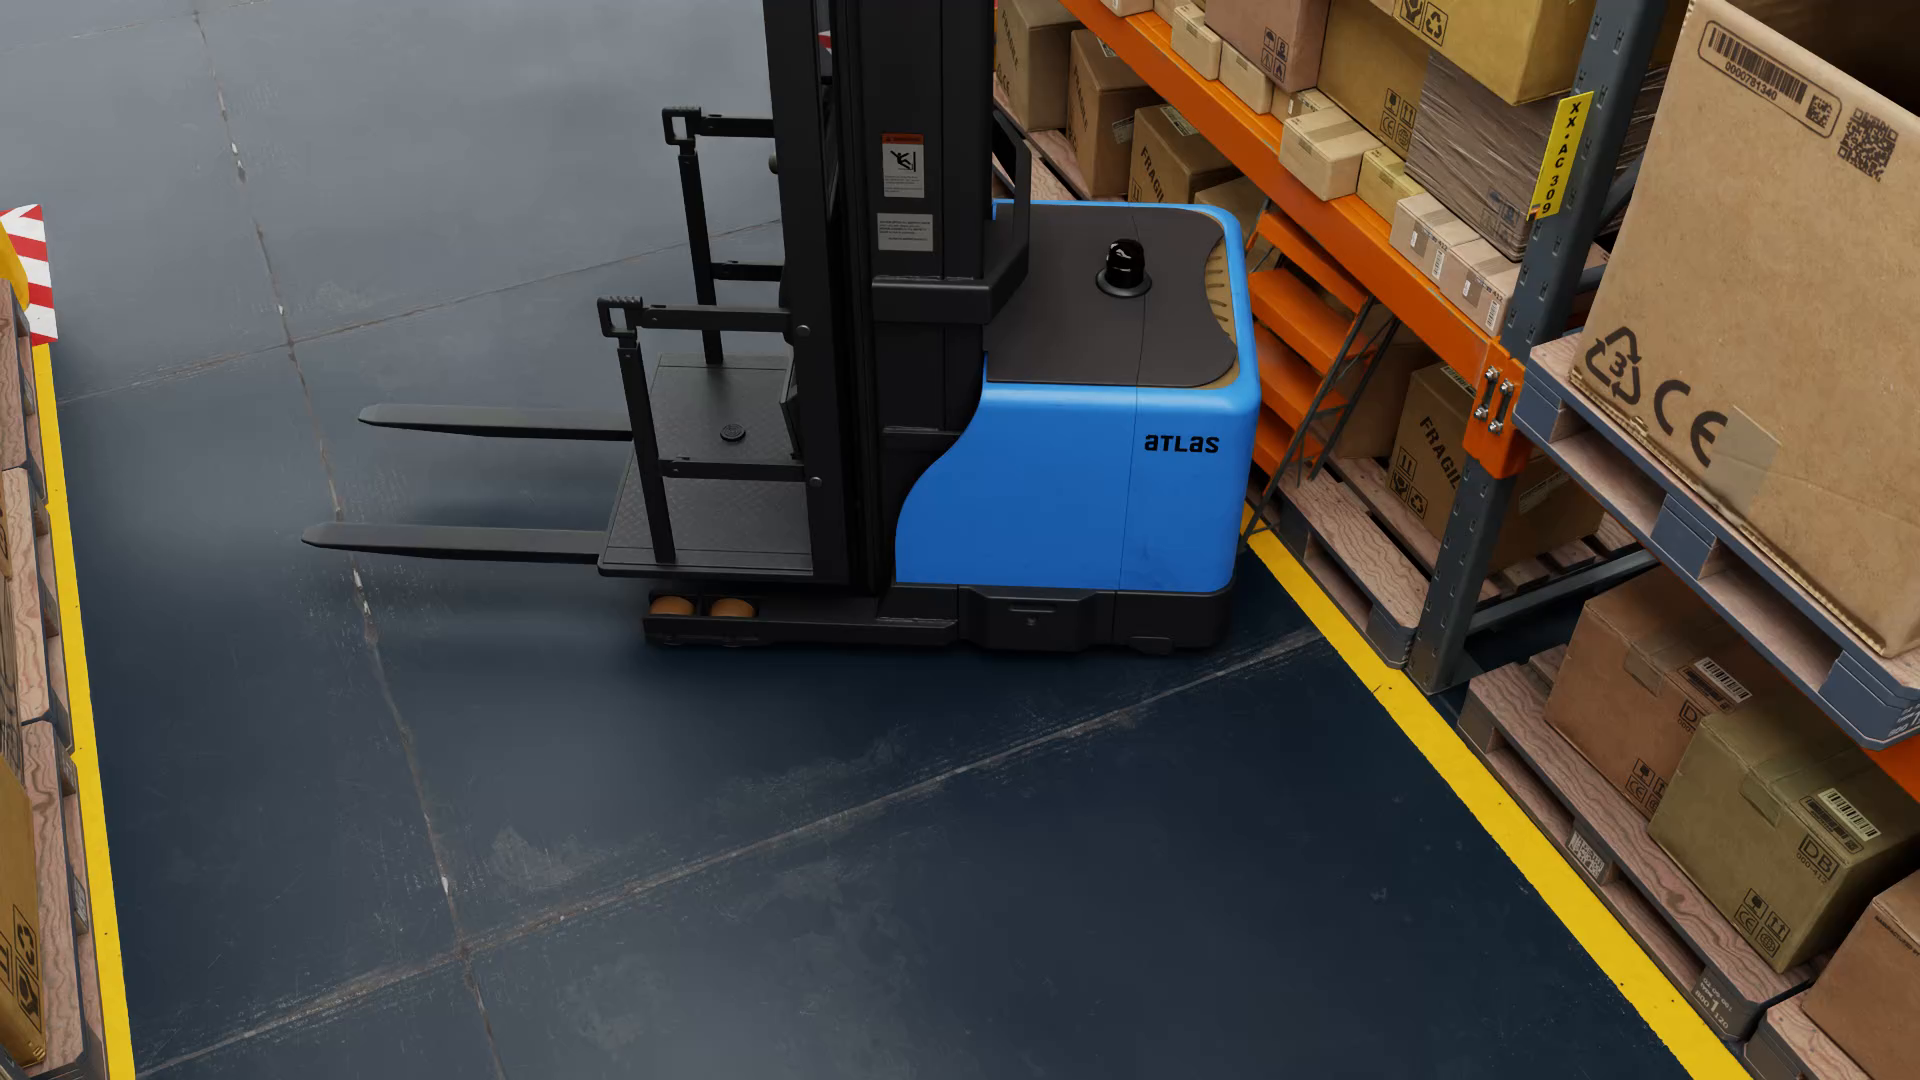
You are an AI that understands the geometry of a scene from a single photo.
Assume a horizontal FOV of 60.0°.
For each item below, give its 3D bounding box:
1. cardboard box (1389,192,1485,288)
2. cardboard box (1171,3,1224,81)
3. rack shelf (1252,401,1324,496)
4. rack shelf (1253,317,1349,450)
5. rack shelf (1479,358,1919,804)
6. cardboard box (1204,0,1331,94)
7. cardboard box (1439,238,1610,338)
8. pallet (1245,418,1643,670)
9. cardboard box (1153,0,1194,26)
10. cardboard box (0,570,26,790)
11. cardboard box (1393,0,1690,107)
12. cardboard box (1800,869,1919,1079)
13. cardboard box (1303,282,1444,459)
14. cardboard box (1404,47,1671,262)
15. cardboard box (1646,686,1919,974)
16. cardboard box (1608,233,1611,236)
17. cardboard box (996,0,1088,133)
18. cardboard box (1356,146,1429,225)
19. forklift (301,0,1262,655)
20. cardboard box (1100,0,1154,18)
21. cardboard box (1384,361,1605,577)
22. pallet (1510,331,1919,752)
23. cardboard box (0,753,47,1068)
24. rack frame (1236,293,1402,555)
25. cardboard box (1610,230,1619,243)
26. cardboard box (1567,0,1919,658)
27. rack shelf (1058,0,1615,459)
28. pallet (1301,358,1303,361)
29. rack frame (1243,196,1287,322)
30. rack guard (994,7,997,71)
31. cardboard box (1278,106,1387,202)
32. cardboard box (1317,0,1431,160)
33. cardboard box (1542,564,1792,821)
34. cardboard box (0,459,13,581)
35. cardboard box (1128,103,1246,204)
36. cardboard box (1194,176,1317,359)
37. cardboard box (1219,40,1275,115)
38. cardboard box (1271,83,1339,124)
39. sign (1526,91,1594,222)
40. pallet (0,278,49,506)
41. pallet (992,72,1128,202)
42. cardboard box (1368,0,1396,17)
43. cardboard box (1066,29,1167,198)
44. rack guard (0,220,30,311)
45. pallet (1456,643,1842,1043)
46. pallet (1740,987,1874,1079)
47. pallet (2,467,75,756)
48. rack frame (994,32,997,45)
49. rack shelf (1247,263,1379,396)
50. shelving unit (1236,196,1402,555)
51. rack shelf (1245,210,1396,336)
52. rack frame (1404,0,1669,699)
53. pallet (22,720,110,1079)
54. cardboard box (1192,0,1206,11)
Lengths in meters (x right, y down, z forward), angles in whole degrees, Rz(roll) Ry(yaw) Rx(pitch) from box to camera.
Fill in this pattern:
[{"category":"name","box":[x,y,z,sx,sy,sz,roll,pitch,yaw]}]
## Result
[{"category":"cardboard box","box":[1.446,-0.878,4.683,0.380,0.149,0.250,-18,47,-17]},{"category":"cardboard box","box":[0.926,-1.676,5.492,0.380,0.149,0.250,-18,47,-17]},{"category":"rack shelf","box":[0.987,-0.383,5.676,0.258,0.148,0.480,-16,51,-37]},{"category":"rack shelf","box":[1.043,-0.528,5.552,0.258,0.148,0.480,-16,51,-37]},{"category":"rack shelf","box":[2.741,0.776,3.341,1.077,0.370,4.000,-18,47,-17]},{"category":"cardboard box","box":[1.287,-1.819,5.175,0.875,0.500,0.500,-18,47,-17]},{"category":"cardboard box","box":[1.543,-0.716,4.519,0.380,0.149,0.250,-18,47,-17]},{"category":"pallet","box":[1.586,-0.180,5.782,1.003,0.211,1.213,-18,47,-17]},{"category":"cardboard box","box":[0.890,-1.858,5.676,0.380,0.149,0.250,-18,47,-17]},{"category":"cardboard box","box":[-3.226,0.257,4.567,0.875,0.875,0.875,-18,47,-17]},{"category":"cardboard box","box":[1.461,-1.458,4.097,0.500,0.500,0.500,-18,47,-17]},{"category":"cardboard box","box":[2.558,1.042,4.025,0.700,0.500,0.500,-22,49,-21]},{"category":"cardboard box","box":[1.520,-0.644,5.748,0.500,0.500,0.500,-5,45,-5]},{"category":"cardboard box","box":[1.767,-1.202,4.549,0.875,0.500,0.500,-18,47,-17]},{"category":"cardboard box","box":[2.322,0.685,4.386,0.700,0.500,0.500,-18,47,-18]},{"category":"cardboard box","box":[1.989,-1.055,4.862,0.380,0.149,0.250,-18,47,-17]},{"category":"cardboard box","box":[0.466,-2.161,7.285,0.500,0.500,0.500,-10,45,-10]},{"category":"cardboard box","box":[1.396,-1.055,4.862,0.380,0.149,0.250,-18,47,-17]},{"category":"forklift","box":[-0.627,-1.065,4.742,3.031,2.935,1.130,2,45,2]},{"category":"cardboard box","box":[0.664,-1.978,5.798,0.380,0.149,0.250,-18,47,-17]},{"category":"cardboard box","box":[1.768,-0.281,5.380,0.500,0.500,0.500,-19,48,-19]},{"category":"pallet","box":[2.089,-0.157,3.910,1.003,0.211,1.213,-18,47,-17]},{"category":"cardboard box","box":[-2.844,0.831,3.986,0.875,0.875,0.875,-17,47,-17]},{"category":"rack frame","box":[1.202,-0.419,5.389,0.240,1.200,0.015,-16,51,-37]},{"category":"cardboard box","box":[2.083,-0.891,4.697,0.380,0.149,0.250,-18,47,-17]},{"category":"cardboard box","box":[2.107,-0.570,3.466,1.000,1.000,1.000,-18,47,-17]},{"category":"rack shelf","box":[1.059,-1.774,5.924,1.077,0.370,4.000,-18,47,-17]},{"category":"pallet","box":[1.069,-0.959,6.571,1.003,0.211,1.213,-18,47,-17]},{"category":"rack frame","box":[0.921,-0.735,5.632,0.240,1.200,0.015,-16,51,-37]},{"category":"rack guard","box":[0.250,-2.366,7.792,1.175,0.500,0.348,-18,47,-17]},{"category":"cardboard box","box":[1.190,-1.181,4.991,0.380,0.149,0.250,-18,47,-17]},{"category":"cardboard box","box":[1.589,-1.531,4.883,0.875,0.500,0.500,-18,47,-17]},{"category":"cardboard box","box":[2.139,0.376,4.700,0.700,0.500,0.500,-22,49,-20]},{"category":"cardboard box","box":[-3.608,-0.324,5.157,0.875,0.875,0.875,-19,48,-18]},{"category":"cardboard box","box":[0.994,-1.386,6.499,0.500,0.500,0.500,-14,46,-14]},{"category":"cardboard box","box":[1.188,-1.017,6.125,0.500,0.500,0.500,-22,49,-21]},{"category":"cardboard box","box":[1.062,-1.527,5.341,0.380,0.149,0.250,-18,47,-17]},{"category":"cardboard box","box":[1.204,-1.380,5.191,0.380,0.149,0.250,-18,47,-17]},{"category":"sign","box":[1.411,-0.898,3.908,0.100,0.325,0.005,-18,47,-17]},{"category":"pallet","box":[-3.917,-0.425,6.030,1.003,0.211,1.213,-18,47,-17]},{"category":"pallet","box":[0.560,-1.735,7.358,1.003,0.211,1.213,-18,47,-17]},{"category":"cardboard box","box":[1.250,-1.776,4.420,0.500,0.500,0.500,-18,47,-17]},{"category":"cardboard box","box":[0.748,-1.790,6.909,0.500,0.500,0.500,-7,45,-7]},{"category":"rack guard","box":[-4.335,-1.029,6.437,1.175,0.500,0.348,-18,47,-17]},{"category":"pallet","box":[2.229,0.733,4.857,1.003,0.211,1.213,-18,47,-17]},{"category":"pallet","box":[2.746,1.512,4.068,1.003,0.211,1.213,-18,47,-17]},{"category":"pallet","box":[-3.408,0.352,5.243,1.003,0.211,1.213,-18,47,-17]},{"category":"rack frame","box":[0.218,-3.304,6.963,1.000,3.000,0.127,-18,47,-17]},{"category":"rack shelf","box":[1.105,-0.691,5.413,0.258,0.148,0.480,-16,51,-37]},{"category":"shelving unit","box":[1.061,-0.577,5.510,0.258,1.200,0.503,-16,51,-37]},{"category":"rack shelf","box":[1.172,-0.864,5.265,0.258,0.148,0.480,-16,51,-37]},{"category":"rack frame","box":[1.900,-0.755,4.380,1.000,3.000,0.127,-18,47,-17]},{"category":"pallet","box":[-2.891,1.130,4.454,1.003,0.211,1.213,-18,47,-17]},{"category":"cardboard box","box":[1.114,-2.150,5.511,0.875,0.500,0.500,-18,47,-17]}]
